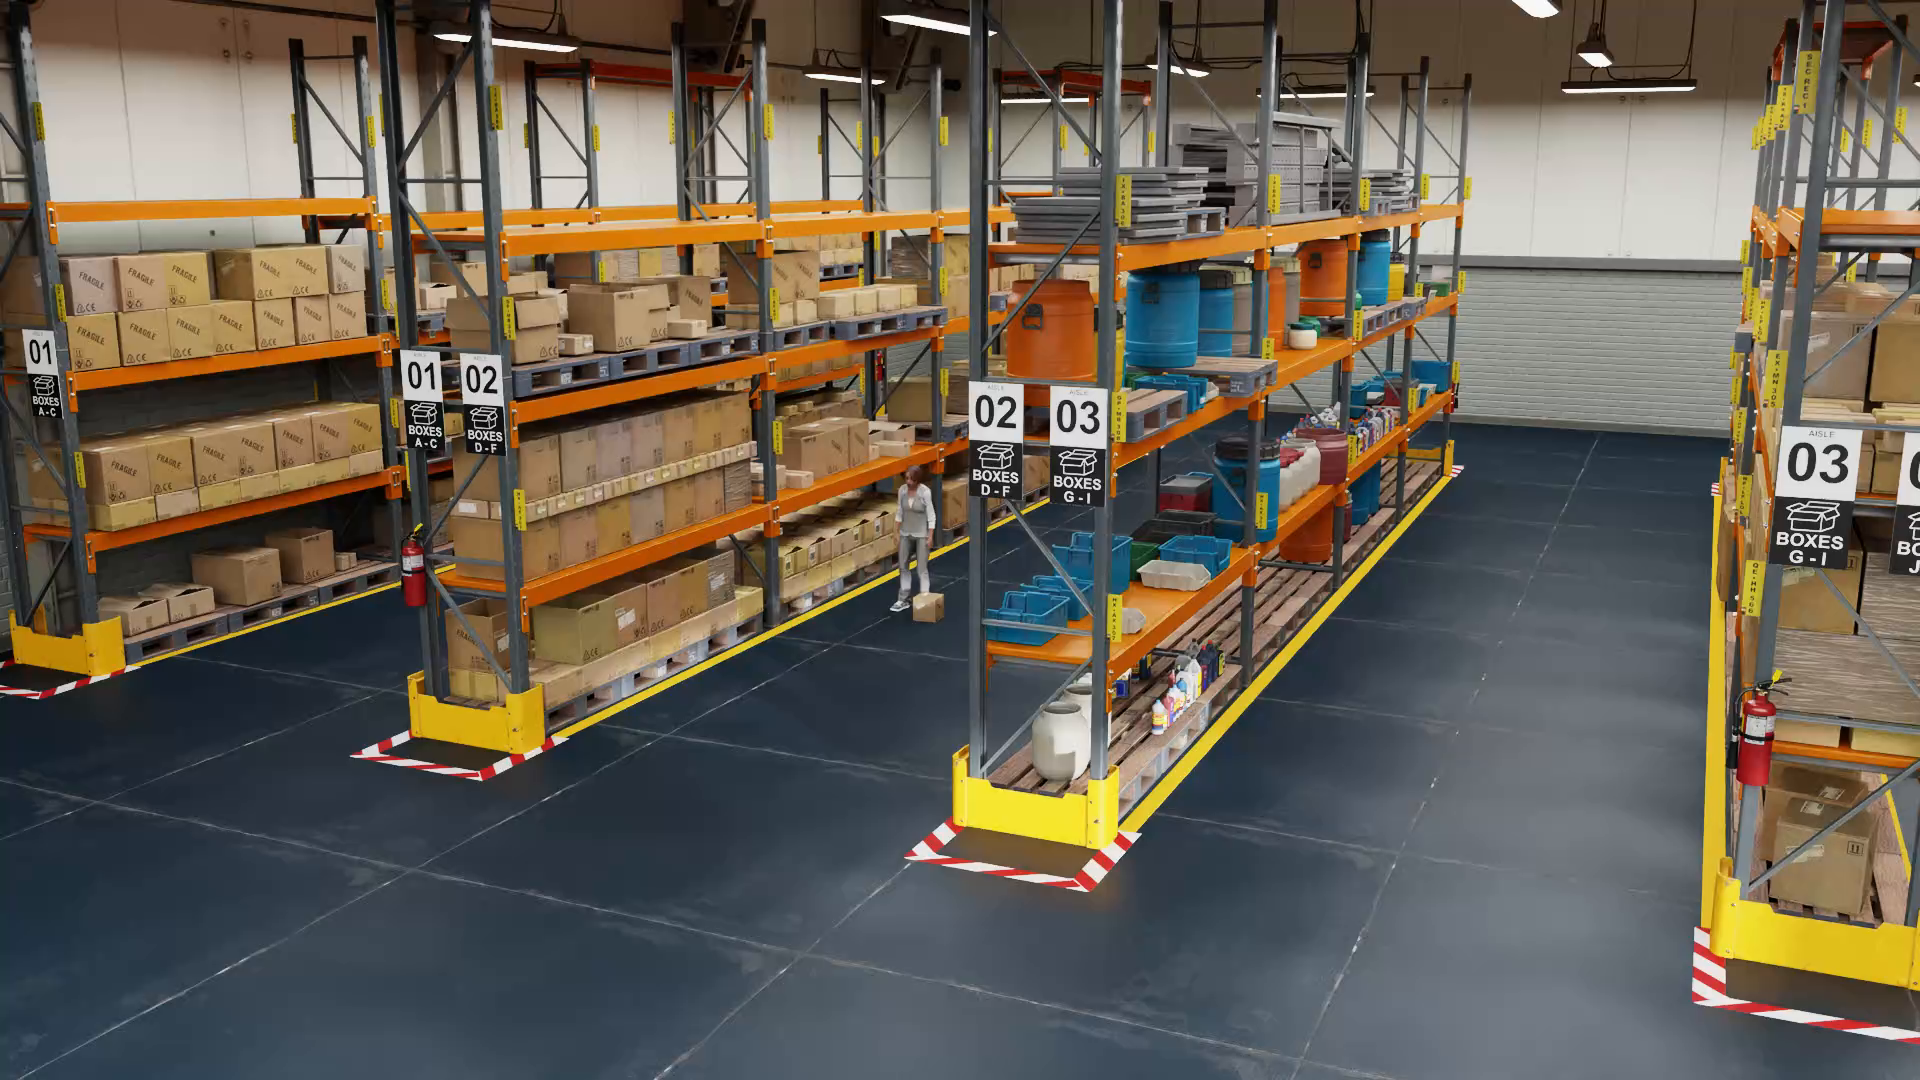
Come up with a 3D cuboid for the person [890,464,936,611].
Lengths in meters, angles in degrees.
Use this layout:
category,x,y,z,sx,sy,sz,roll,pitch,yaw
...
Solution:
category,x,y,z,sx,sy,sz,roll,pitch,yaw
person,-0.482,-0.020,17.588,0.465,1.592,0.347,6,14,24
